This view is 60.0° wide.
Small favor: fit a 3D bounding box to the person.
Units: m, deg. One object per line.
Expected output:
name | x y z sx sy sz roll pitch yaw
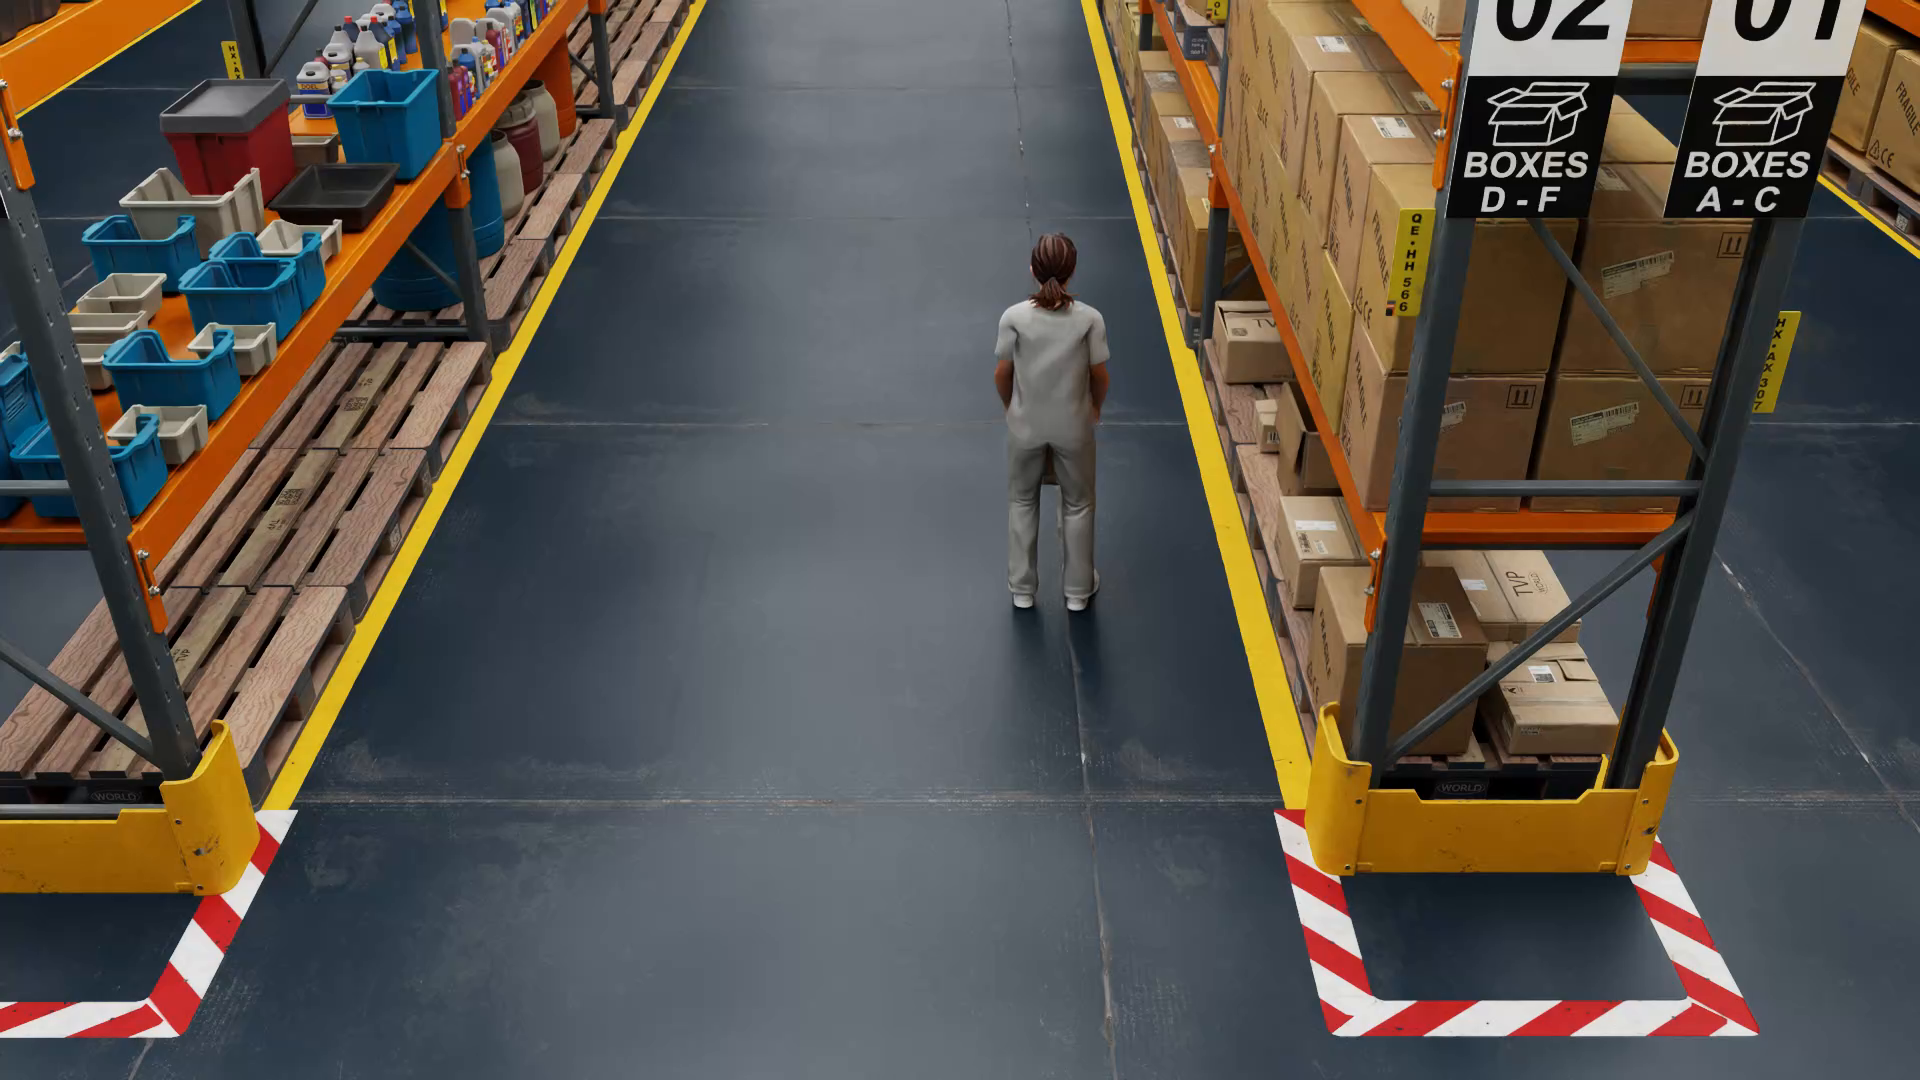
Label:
person | 0.375 -0.469 6.894 0.471 1.676 0.362 3 32 5
